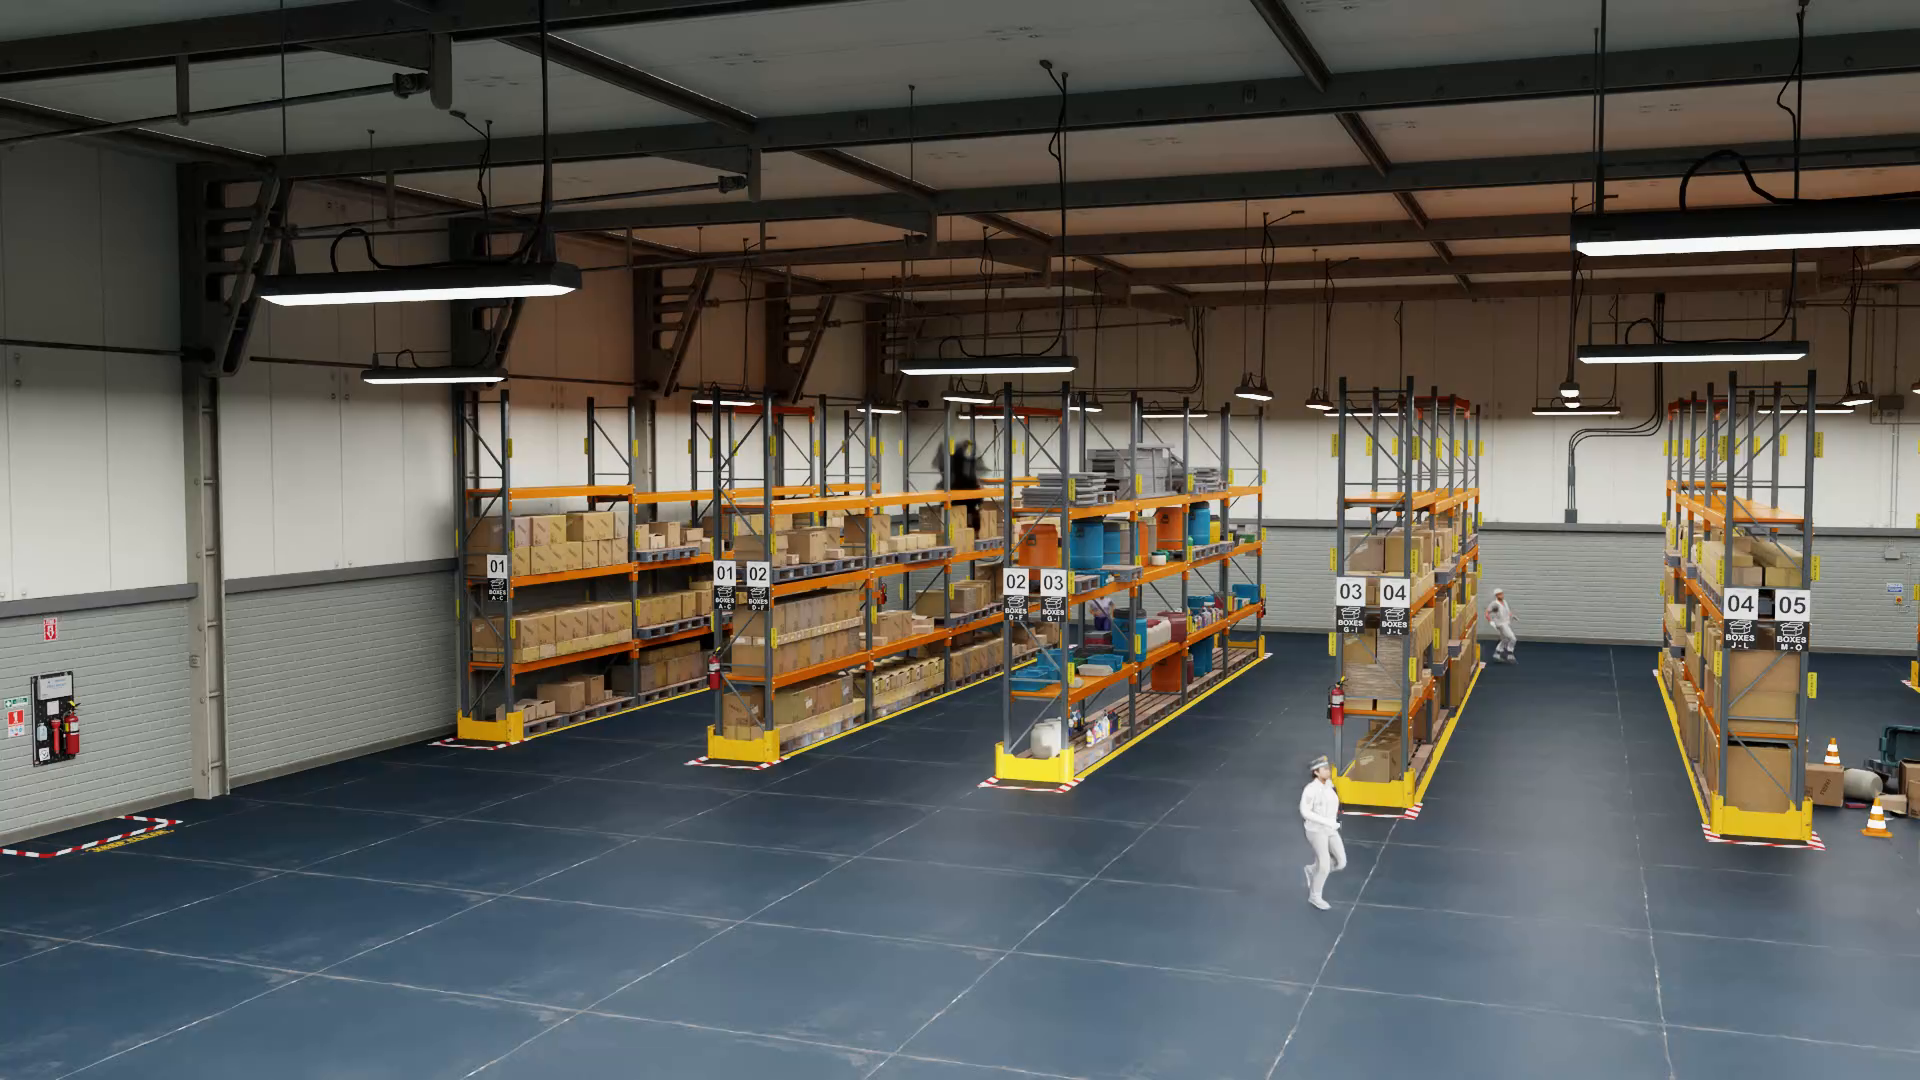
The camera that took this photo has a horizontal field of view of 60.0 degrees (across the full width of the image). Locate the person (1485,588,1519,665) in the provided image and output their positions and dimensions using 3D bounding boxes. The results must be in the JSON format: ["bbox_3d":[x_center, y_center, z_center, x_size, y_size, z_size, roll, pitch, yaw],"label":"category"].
[{"bbox_3d":[12.626,2.016,38.576,0.679,1.788,0.716,3,4,42],"label":"person"}]

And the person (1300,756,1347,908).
[{"bbox_3d":[3.970,3.175,18.143,0.658,1.665,0.537,-3,4,-42],"label":"person"}]

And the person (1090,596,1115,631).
[{"bbox_3d":[3.419,1.992,40.025,0.581,1.679,0.903,1,3,9],"label":"person"}]
